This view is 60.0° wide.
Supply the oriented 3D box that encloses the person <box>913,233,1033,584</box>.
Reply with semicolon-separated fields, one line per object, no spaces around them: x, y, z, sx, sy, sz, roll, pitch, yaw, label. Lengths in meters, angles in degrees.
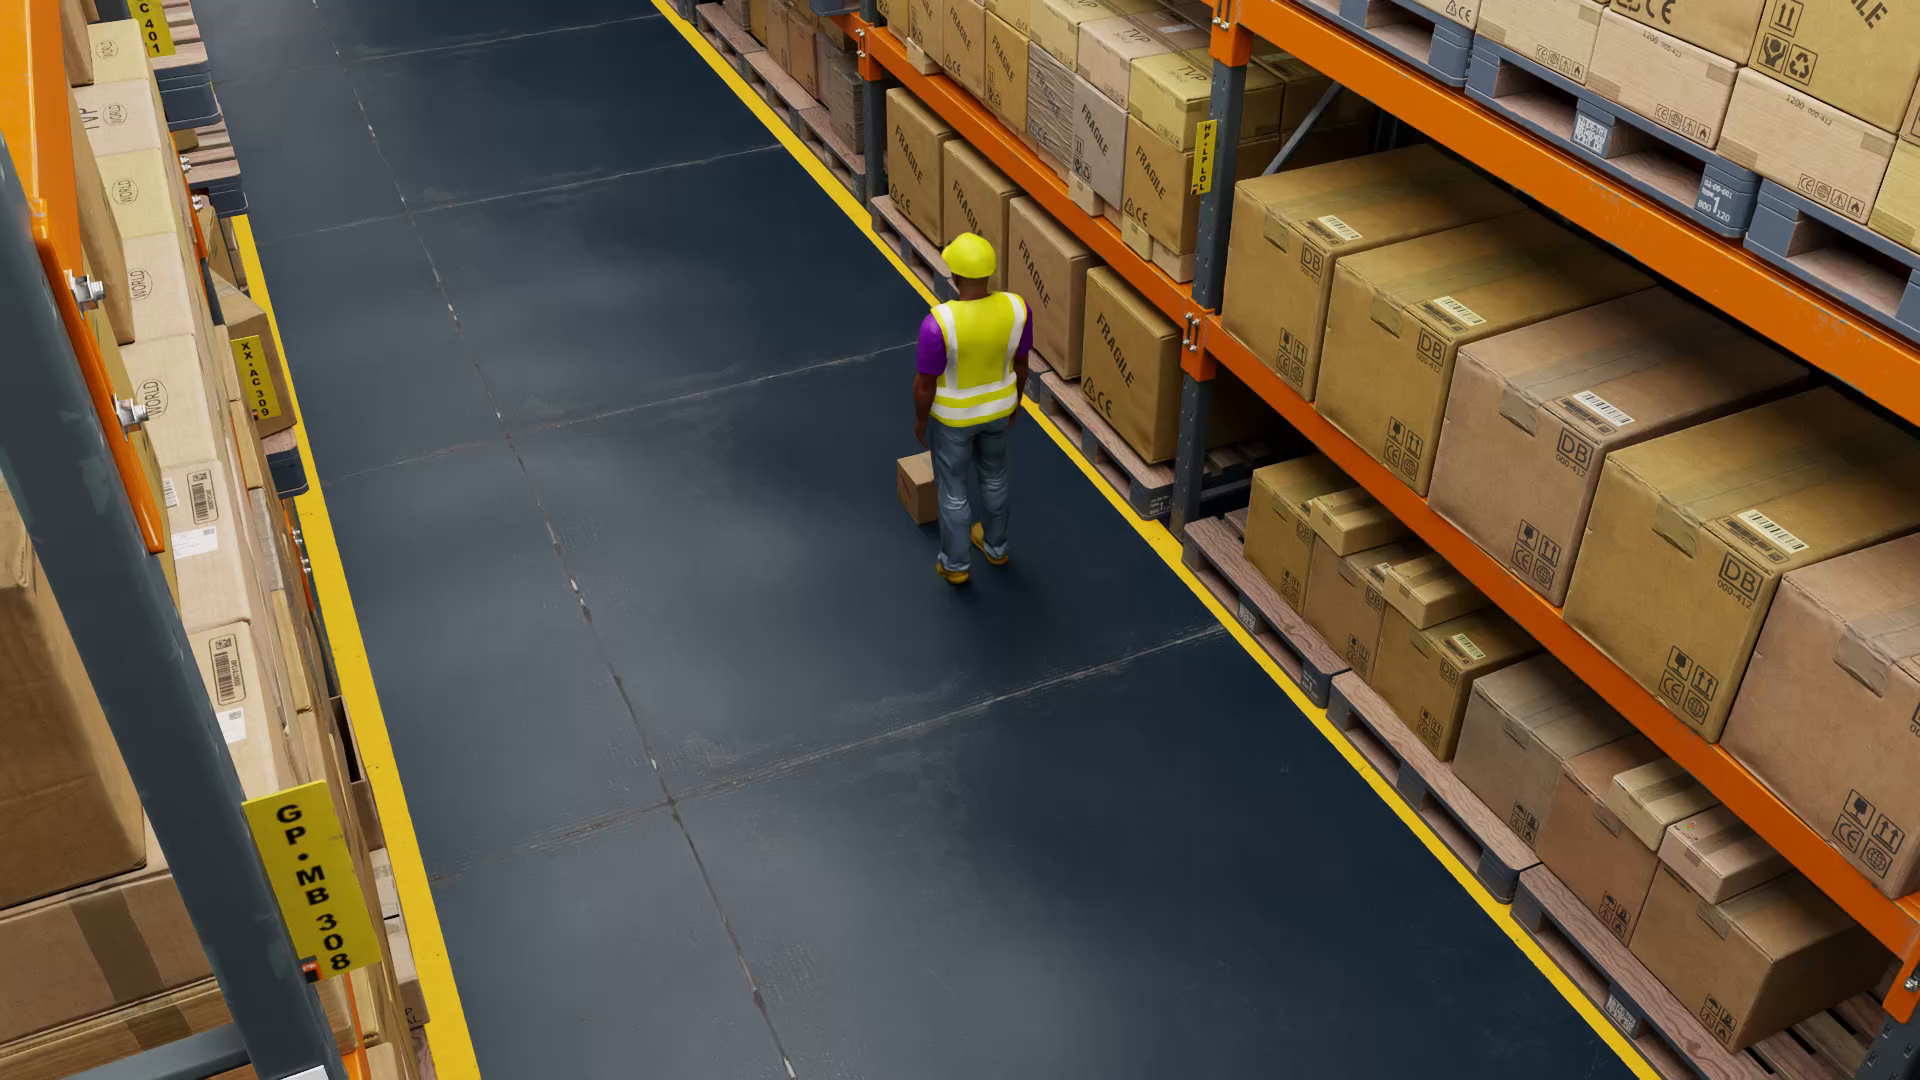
0.039;-0.590;7.661;0.563;1.811;0.378;-15;39;-19;person
